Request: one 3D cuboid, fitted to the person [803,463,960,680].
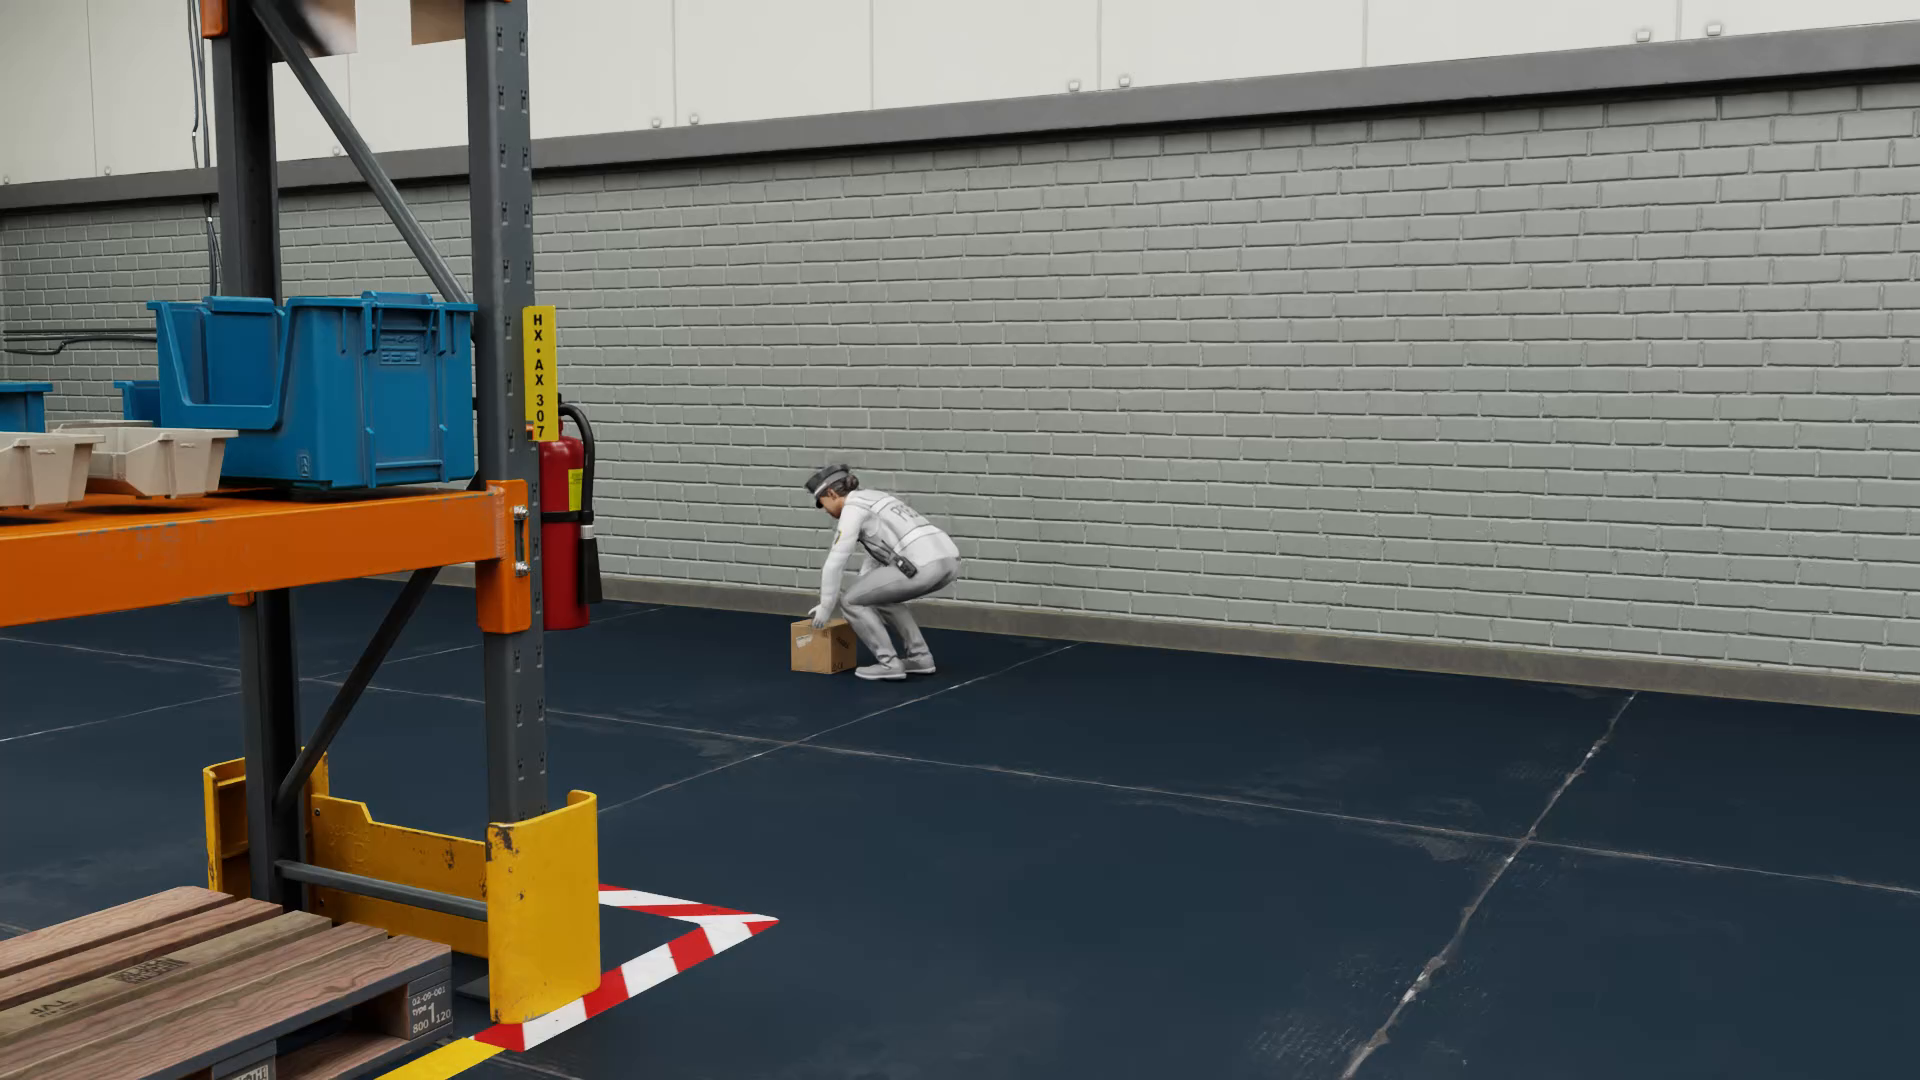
[{"bbox_3d":[-0.422,0.160,8.556,0.819,1.101,0.510,3,7,28],"label":"person"}]
